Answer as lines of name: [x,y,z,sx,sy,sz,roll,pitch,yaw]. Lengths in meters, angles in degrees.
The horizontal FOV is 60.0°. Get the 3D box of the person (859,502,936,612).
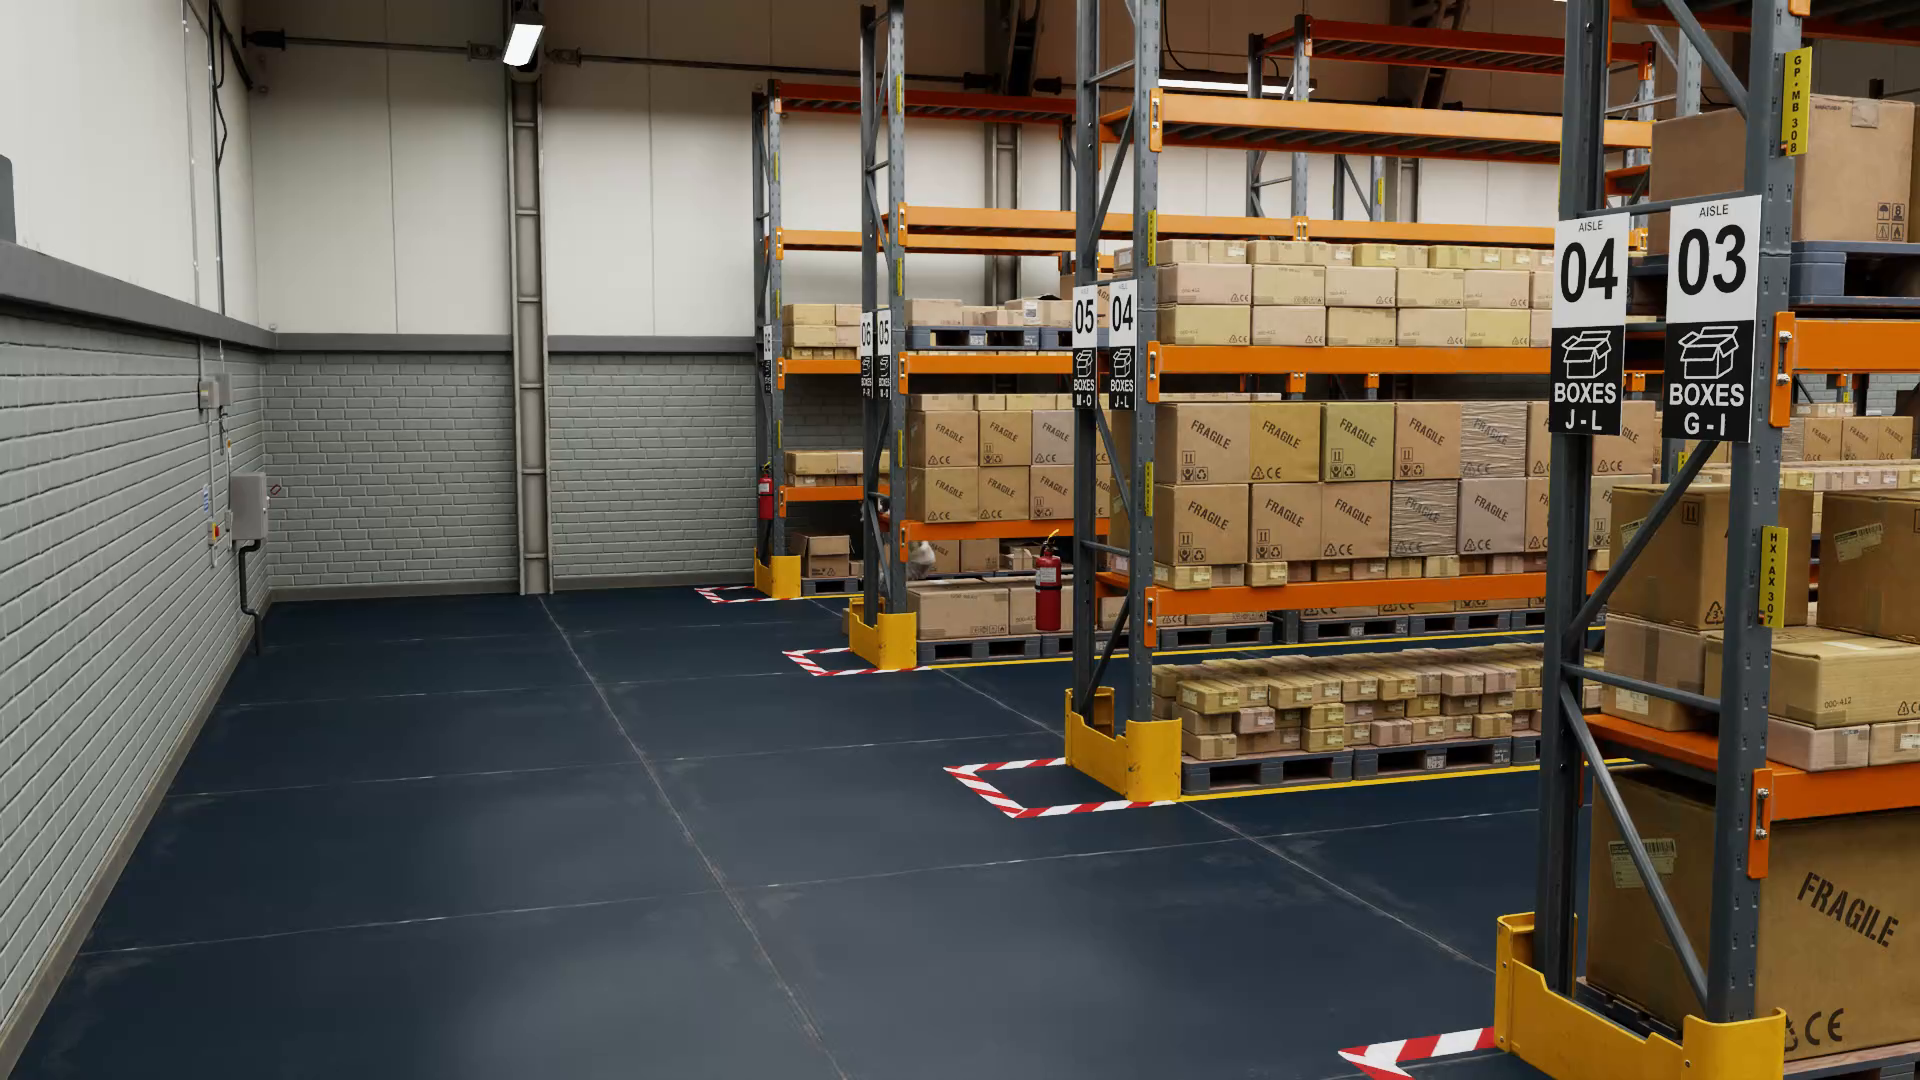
person: [-0.639,0.260,16.968,0.789,1.380,0.613,-2,6,-21]
